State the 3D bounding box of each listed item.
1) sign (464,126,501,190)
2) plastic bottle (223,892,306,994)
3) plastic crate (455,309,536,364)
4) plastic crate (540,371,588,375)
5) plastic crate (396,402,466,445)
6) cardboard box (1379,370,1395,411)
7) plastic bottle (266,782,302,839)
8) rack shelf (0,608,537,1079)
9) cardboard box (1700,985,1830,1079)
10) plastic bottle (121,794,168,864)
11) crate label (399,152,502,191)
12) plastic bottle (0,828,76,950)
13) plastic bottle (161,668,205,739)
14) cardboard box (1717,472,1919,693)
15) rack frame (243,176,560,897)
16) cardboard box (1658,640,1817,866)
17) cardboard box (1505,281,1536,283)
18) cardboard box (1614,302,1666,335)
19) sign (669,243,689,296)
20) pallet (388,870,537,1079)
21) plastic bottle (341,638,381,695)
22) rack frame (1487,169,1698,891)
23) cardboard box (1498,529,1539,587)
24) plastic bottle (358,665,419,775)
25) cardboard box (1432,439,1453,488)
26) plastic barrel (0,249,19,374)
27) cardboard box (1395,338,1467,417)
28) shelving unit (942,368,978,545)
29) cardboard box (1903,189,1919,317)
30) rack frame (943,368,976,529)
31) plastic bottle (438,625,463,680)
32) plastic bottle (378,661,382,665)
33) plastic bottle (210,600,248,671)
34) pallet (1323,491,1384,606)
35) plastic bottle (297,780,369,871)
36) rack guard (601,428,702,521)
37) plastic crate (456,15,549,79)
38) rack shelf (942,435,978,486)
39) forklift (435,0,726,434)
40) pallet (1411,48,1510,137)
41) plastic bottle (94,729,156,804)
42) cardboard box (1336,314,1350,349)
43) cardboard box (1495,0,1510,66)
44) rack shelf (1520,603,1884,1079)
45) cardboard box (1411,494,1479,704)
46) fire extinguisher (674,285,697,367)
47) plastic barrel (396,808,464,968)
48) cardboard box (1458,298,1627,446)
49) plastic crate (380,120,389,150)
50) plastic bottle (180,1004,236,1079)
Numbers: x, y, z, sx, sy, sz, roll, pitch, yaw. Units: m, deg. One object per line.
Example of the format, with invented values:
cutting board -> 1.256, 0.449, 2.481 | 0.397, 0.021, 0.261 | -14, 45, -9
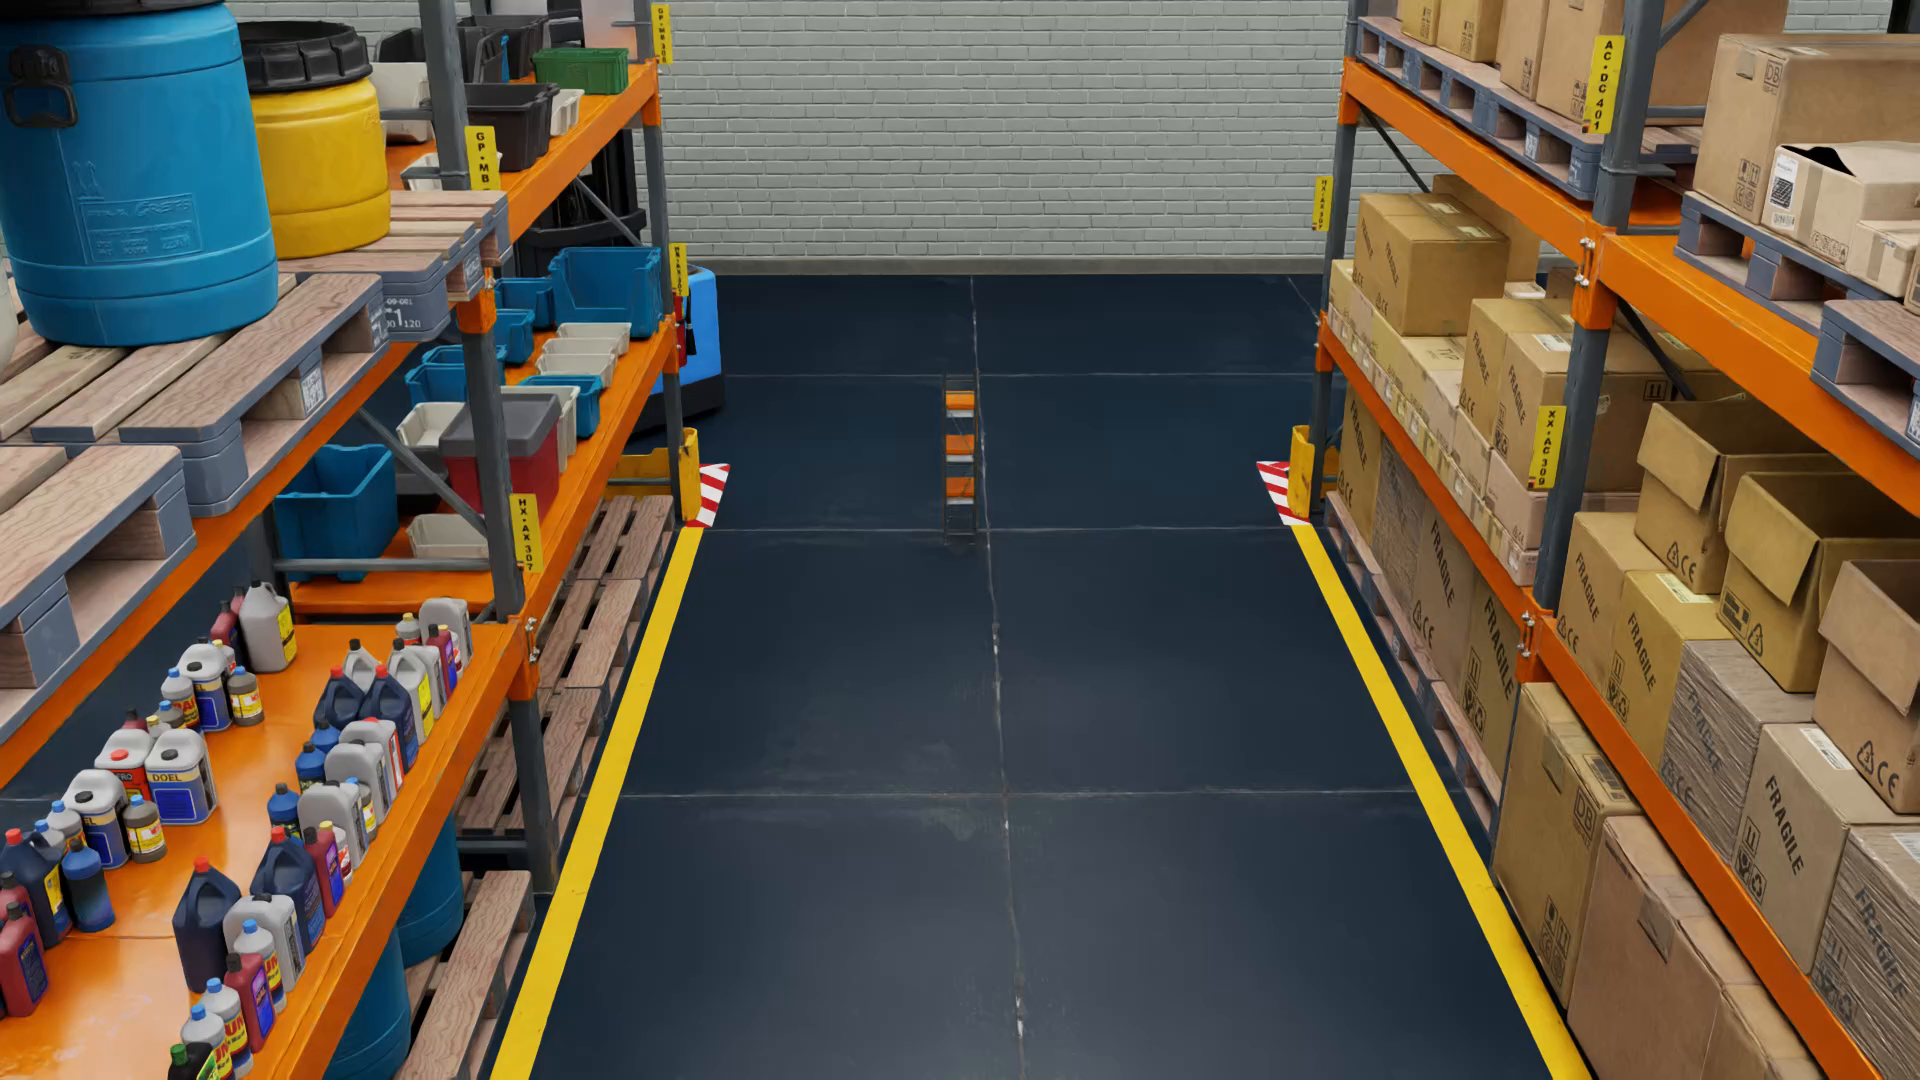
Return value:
sign -> -1.649, -1.270, 5.768 | 0.100, 0.325, 0.005 | 0, 24, -1
plastic bottle -> -1.852, 1.056, 4.426 | 0.152, 0.276, 0.135 | 0, 24, -1
plastic crate -> -2.562, -1.123, 9.222 | 0.416, 0.233, 0.300 | 0, 24, -1
plastic crate -> -2.015, -0.762, 8.542 | 0.298, 0.136, 0.250 | 0, 24, -1
plastic crate -> -2.519, -0.521, 8.009 | 0.293, 0.136, 0.466 | 0, 24, -1
cardboard box -> 2.400, -0.776, 8.631 | 0.380, 0.149, 0.250 | -1, 24, -1
plastic bottle -> -1.983, 0.839, 4.910 | 0.097, 0.271, 0.097 | 0, 24, 0
rack shelf -> -2.177, 1.254, 4.710 | 1.077, 0.370, 4.000 | 0, 24, -1
cardboard box -> 2.809, 1.853, 4.581 | 1.225, 0.875, 0.875 | 0, 24, 0
plastic bottle -> -2.438, 0.854, 4.963 | 0.097, 0.201, 0.097 | 0, 24, 0
crate label -> -1.915, -1.347, 6.269 | 0.293, 0.136, 0.466 | 0, 24, -1
plastic bottle -> -2.562, 0.940, 4.591 | 0.144, 0.351, 0.185 | 0, 24, -1
plastic bottle -> -2.597, 0.552, 5.546 | 0.097, 0.271, 0.097 | 0, 24, 0
cardboard box -> 2.765, 0.123, 4.999 | 0.797, 0.503, 0.637 | 0, 24, 0
rack frame -> -2.199, 0.102, 6.384 | 1.000, 3.000, 0.127 | 0, 24, -1
cardboard box -> 2.520, 0.638, 5.077 | 0.500, 0.500, 0.500 | -1, 24, -2
cardboard box -> 2.981, -1.437, 9.608 | 0.500, 0.250, 0.500 | -1, 24, -1
cardboard box -> 3.006, -0.730, 7.136 | 0.500, 0.500, 0.500 | 0, 24, -1
sign -> -1.693, -1.630, 10.015 | 0.100, 0.325, 0.005 | 0, 24, -1
pallet -> -2.232, 1.691, 6.255 | 1.003, 0.211, 1.213 | 0, 24, -1
plastic bottle -> -2.006, 0.503, 5.558 | 0.144, 0.351, 0.185 | 0, 24, -1
rack frame -> 2.754, 0.080, 6.433 | 1.000, 3.000, 0.127 | 0, 24, -1
cardboard box -> 2.423, 0.070, 6.759 | 0.380, 0.149, 0.250 | 0, 24, 0
plastic bottle -> -1.860, 0.578, 5.391 | 0.144, 0.351, 0.185 | 0, 24, -1
cardboard box -> 2.411, -0.354, 7.697 | 0.380, 0.149, 0.250 | 0, 24, 0
plastic barrel -> -2.325, -0.599, 3.621 | 0.433, 0.535, 0.433 | 0, 24, 0
cardboard box -> 2.470, -0.800, 8.200 | 0.500, 0.250, 0.500 | -1, 24, -2
shelving unit -> -0.001, -0.500, 10.082 | 0.215, 1.050, 0.252 | 0, 24, -1
cardboard box -> 2.754, -0.719, 3.924 | 0.797, 0.503, 0.637 | -1, 24, -1
rack frame -> -0.002, -0.551, 10.194 | 0.200, 1.050, 0.008 | 0, 24, -1
plastic bottle -> -1.843, 0.401, 5.964 | 0.097, 0.201, 0.097 | 0, 24, 0
plastic bottle -> -1.992, 0.512, 5.718 | 0.097, 0.201, 0.097 | 0, 24, 0
plastic bottle -> -2.620, 0.363, 5.948 | 0.061, 0.283, 0.133 | 0, 24, -1
pallet -> 2.797, 0.031, 9.924 | 1.003, 0.211, 1.213 | 0, 24, -1
plastic bottle -> -1.858, 0.829, 4.927 | 0.152, 0.276, 0.135 | 0, 24, -1
rack guard -> -2.256, -0.417, 10.565 | 1.175, 0.500, 0.348 | 0, 24, -1
plastic crate -> -2.517, -2.693, 9.084 | 0.497, 0.269, 0.590 | 0, 24, -1
rack shelf -> -0.001, -0.491, 10.087 | 0.215, 0.259, 0.240 | 0, 24, -1
forklift -> -3.157, -2.558, 12.349 | 3.031, 2.935, 1.130 | 21, 32, 39
pallet -> 2.745, -2.085, 7.688 | 1.003, 0.211, 1.213 | 0, 24, -1
plastic bottle -> -2.565, 0.733, 5.140 | 0.152, 0.276, 0.135 | 0, 24, -1
cardboard box -> 2.388, -1.200, 9.569 | 0.380, 0.149, 0.250 | -1, 24, -1
cardboard box -> 2.820, -2.329, 7.367 | 0.700, 0.500, 0.500 | 1, 24, 2
rack shelf -> 2.775, 1.232, 4.759 | 1.077, 0.370, 4.000 | 0, 24, -1
cardboard box -> 2.817, 0.214, 8.207 | 0.875, 0.875, 0.875 | 0, 24, -1
fire extinguisher -> -1.790, -1.405, 10.263 | 0.296, 0.674, 0.183 | 0, 24, -1
plastic barrel -> -2.210, 1.091, 6.234 | 0.600, 0.901, 0.708 | 0, 24, -1
cardboard box -> 2.480, -0.724, 7.121 | 0.500, 0.500, 0.500 | 0, 24, 0
plastic crate -> -2.593, -1.667, 6.975 | 0.293, 0.136, 0.466 | 0, 24, -1
plastic bottle -> -1.820, 1.241, 4.023 | 0.097, 0.271, 0.097 | 0, 24, 0
